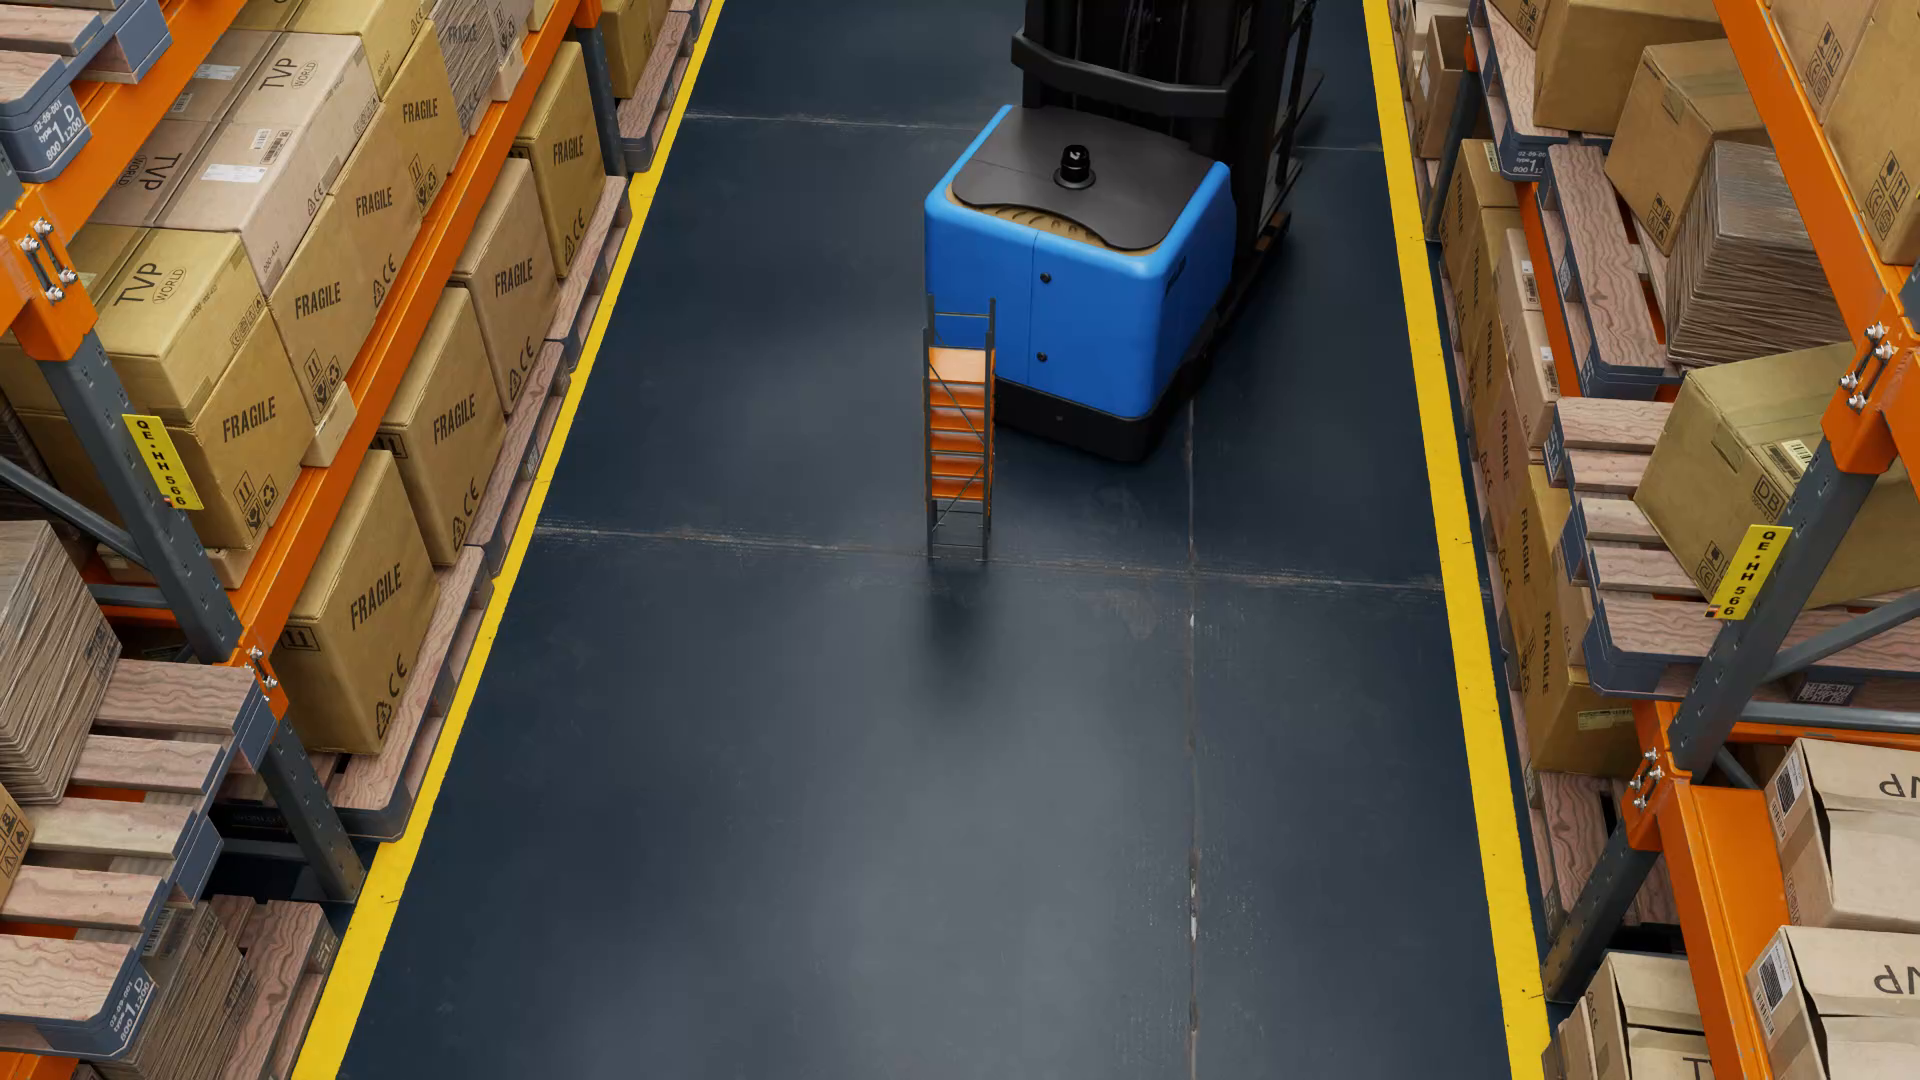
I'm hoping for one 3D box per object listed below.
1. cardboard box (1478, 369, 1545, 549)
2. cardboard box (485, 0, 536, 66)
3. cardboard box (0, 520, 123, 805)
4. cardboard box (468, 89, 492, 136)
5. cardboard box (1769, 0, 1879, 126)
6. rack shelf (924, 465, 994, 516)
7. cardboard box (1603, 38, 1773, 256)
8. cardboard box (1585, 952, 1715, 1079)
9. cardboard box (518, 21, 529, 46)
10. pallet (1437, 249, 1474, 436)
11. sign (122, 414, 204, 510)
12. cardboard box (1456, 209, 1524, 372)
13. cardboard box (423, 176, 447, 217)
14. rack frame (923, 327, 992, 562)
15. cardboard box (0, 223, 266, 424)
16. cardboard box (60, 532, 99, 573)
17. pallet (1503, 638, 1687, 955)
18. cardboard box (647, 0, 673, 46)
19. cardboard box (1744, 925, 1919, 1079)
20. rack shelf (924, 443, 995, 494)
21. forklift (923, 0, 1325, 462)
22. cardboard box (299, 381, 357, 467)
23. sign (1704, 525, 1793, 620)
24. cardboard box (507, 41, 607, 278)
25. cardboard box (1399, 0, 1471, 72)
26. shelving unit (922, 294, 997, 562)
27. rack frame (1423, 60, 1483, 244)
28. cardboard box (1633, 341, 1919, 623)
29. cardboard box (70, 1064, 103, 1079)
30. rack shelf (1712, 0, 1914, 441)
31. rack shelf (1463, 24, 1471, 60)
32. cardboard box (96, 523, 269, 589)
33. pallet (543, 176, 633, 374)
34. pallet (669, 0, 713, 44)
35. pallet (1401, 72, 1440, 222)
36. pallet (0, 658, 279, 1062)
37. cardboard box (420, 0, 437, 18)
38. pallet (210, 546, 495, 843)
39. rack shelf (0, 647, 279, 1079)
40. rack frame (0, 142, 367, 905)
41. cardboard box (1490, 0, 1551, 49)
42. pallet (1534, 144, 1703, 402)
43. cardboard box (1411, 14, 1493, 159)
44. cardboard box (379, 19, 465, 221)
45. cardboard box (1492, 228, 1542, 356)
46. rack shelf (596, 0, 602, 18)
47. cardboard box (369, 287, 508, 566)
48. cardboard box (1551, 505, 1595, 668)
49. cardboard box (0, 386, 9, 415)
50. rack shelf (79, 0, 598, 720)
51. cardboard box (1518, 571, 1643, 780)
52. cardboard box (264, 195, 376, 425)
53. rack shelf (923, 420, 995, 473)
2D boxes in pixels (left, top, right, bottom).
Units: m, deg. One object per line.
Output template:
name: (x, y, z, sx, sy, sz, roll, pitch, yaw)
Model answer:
cardboard box: (2.338, -0.301, 6.388, 0.500, 0.500, 0.500, 2, 48, 2)
cardboard box: (-1.999, -2.206, 6.452, 0.500, 0.500, 0.500, 4, 48, 4)
cardboard box: (-2.569, 0.307, 4.071, 0.700, 0.500, 0.500, -1, 48, -1)
cardboard box: (-2.043, -1.703, 6.432, 0.380, 0.149, 0.250, 4, 48, 4)
cardboard box: (2.450, -1.270, 3.779, 0.910, 0.500, 0.500, 4, 48, 4)
rack shelf: (-0.001, -0.202, 6.507, 0.258, 0.103, 0.180, 4, 48, 4)
cardboard box: (2.662, -1.339, 5.590, 0.700, 0.500, 0.500, -7, 48, -6)
cardboard box: (2.057, 1.435, 4.603, 0.500, 0.311, 0.500, 5, 48, 5)
cardboard box: (-1.989, -2.077, 6.773, 0.380, 0.149, 0.250, 5, 48, 5)
pallet: (2.725, -0.925, 7.453, 1.003, 0.211, 1.213, 4, 48, 4)
sign: (-1.995, -0.192, 4.161, 0.100, 0.325, 0.005, 4, 48, 4)
cardboard box: (2.437, -1.039, 7.063, 0.500, 0.500, 0.500, 4, 48, 4)
cardboard box: (-2.116, -1.326, 6.087, 0.380, 0.149, 0.250, 5, 48, 5)
rack frame: (-0.010, -0.327, 6.236, 0.240, 1.200, 0.006, 4, 48, 4)
cardboard box: (-2.235, -0.589, 4.464, 0.500, 0.250, 0.500, 5, 48, 4)
cardboard box: (-2.762, -0.036, 4.906, 0.380, 0.149, 0.250, 5, 48, 4)
pallet: (2.503, 0.868, 5.813, 1.003, 0.211, 1.213, 4, 48, 4)
cardboard box: (-1.952, -3.006, 8.876, 0.700, 0.500, 0.500, 3, 48, 3)
cardboard box: (2.123, 1.148, 3.728, 0.500, 0.311, 0.500, 3, 48, 3)
rack shelf: (-0.001, -0.283, 6.419, 0.258, 0.103, 0.180, 4, 48, 4)
forklift: (0.942, -2.413, 6.971, 1.130, 2.935, 3.031, 20, 51, 17)
cardboard box: (-2.135, -0.380, 5.221, 0.380, 0.149, 0.250, 5, 48, 5)
sign: (1.856, 0.080, 3.913, 0.100, 0.325, 0.005, 4, 48, 4)
cardboard box: (-2.102, -1.726, 7.468, 0.750, 0.750, 0.750, 4, 48, 4)
cardboard box: (2.599, -2.696, 8.707, 0.500, 0.311, 0.500, 4, 48, 4)
shelving unit: (-0.001, -0.394, 6.298, 0.258, 1.200, 0.189, 4, 48, 4)
rack frame: (2.762, -2.466, 6.973, 1.000, 3.000, 0.127, 4, 48, 4)
cardboard box: (2.342, -0.173, 4.523, 0.700, 0.500, 0.500, -11, 48, -10)
cardboard box: (-2.713, 1.741, 4.520, 0.700, 0.500, 0.500, 4, 48, 3)
rack shelf: (2.579, -1.766, 4.787, 1.077, 0.370, 4.000, 4, 48, 4)
rack shelf: (2.944, -3.693, 8.582, 1.077, 0.370, 4.000, 4, 48, 4)
cardboard box: (-2.276, -0.005, 4.879, 0.380, 0.149, 0.250, 3, 48, 3)
pallet: (-2.167, -1.283, 7.781, 1.003, 0.211, 1.213, 4, 48, 4)
pallet: (-1.916, -3.308, 9.632, 1.003, 0.211, 1.213, 4, 48, 4)
pallet: (2.825, -2.029, 8.463, 1.003, 0.211, 1.213, 4, 48, 4)
pallet: (-2.495, 0.738, 4.172, 1.213, 0.211, 1.003, 4, 48, 4)
cardboard box: (-2.062, -2.080, 5.829, 0.500, 0.250, 0.500, 5, 48, 4)
pallet: (-2.389, 0.510, 6.141, 1.003, 0.211, 1.213, 4, 48, 4)
rack shelf: (-2.719, 1.855, 3.508, 1.077, 0.370, 4.000, 4, 48, 4)
rack frame: (-2.536, 0.143, 4.587, 1.000, 3.000, 0.127, 4, 48, 4)
cardboard box: (2.496, -2.308, 6.476, 0.700, 0.500, 0.500, -11, 48, -10)
pallet: (2.570, -0.891, 5.662, 1.003, 0.211, 1.213, 4, 48, 4)
cardboard box: (2.531, -2.209, 8.133, 0.500, 0.500, 0.500, 4, 48, 4)
cardboard box: (-2.094, -1.470, 5.779, 0.500, 0.500, 0.500, 5, 48, 5)
cardboard box: (2.384, -0.950, 6.474, 0.500, 0.250, 0.500, 4, 48, 4)
rack shelf: (-1.989, -4.023, 8.885, 1.077, 0.370, 4.000, 4, 48, 4)
cardboard box: (-2.252, -0.448, 6.299, 0.750, 0.750, 0.750, 4, 48, 3)
cardboard box: (2.250, 0.171, 5.449, 0.500, 0.250, 0.500, 6, 48, 5)
cardboard box: (-2.753, -0.602, 4.477, 0.500, 0.250, 0.500, 5, 48, 5)
rack shelf: (-2.354, -1.084, 6.196, 1.077, 0.370, 4.000, 4, 48, 4)
cardboard box: (2.249, 0.465, 5.687, 0.500, 0.500, 0.500, 6, 48, 5)
cardboard box: (-2.180, -0.722, 5.095, 0.500, 0.500, 0.500, 5, 48, 5)
rack shelf: (-0.001, -0.364, 6.330, 0.258, 0.103, 0.180, 4, 48, 4)
